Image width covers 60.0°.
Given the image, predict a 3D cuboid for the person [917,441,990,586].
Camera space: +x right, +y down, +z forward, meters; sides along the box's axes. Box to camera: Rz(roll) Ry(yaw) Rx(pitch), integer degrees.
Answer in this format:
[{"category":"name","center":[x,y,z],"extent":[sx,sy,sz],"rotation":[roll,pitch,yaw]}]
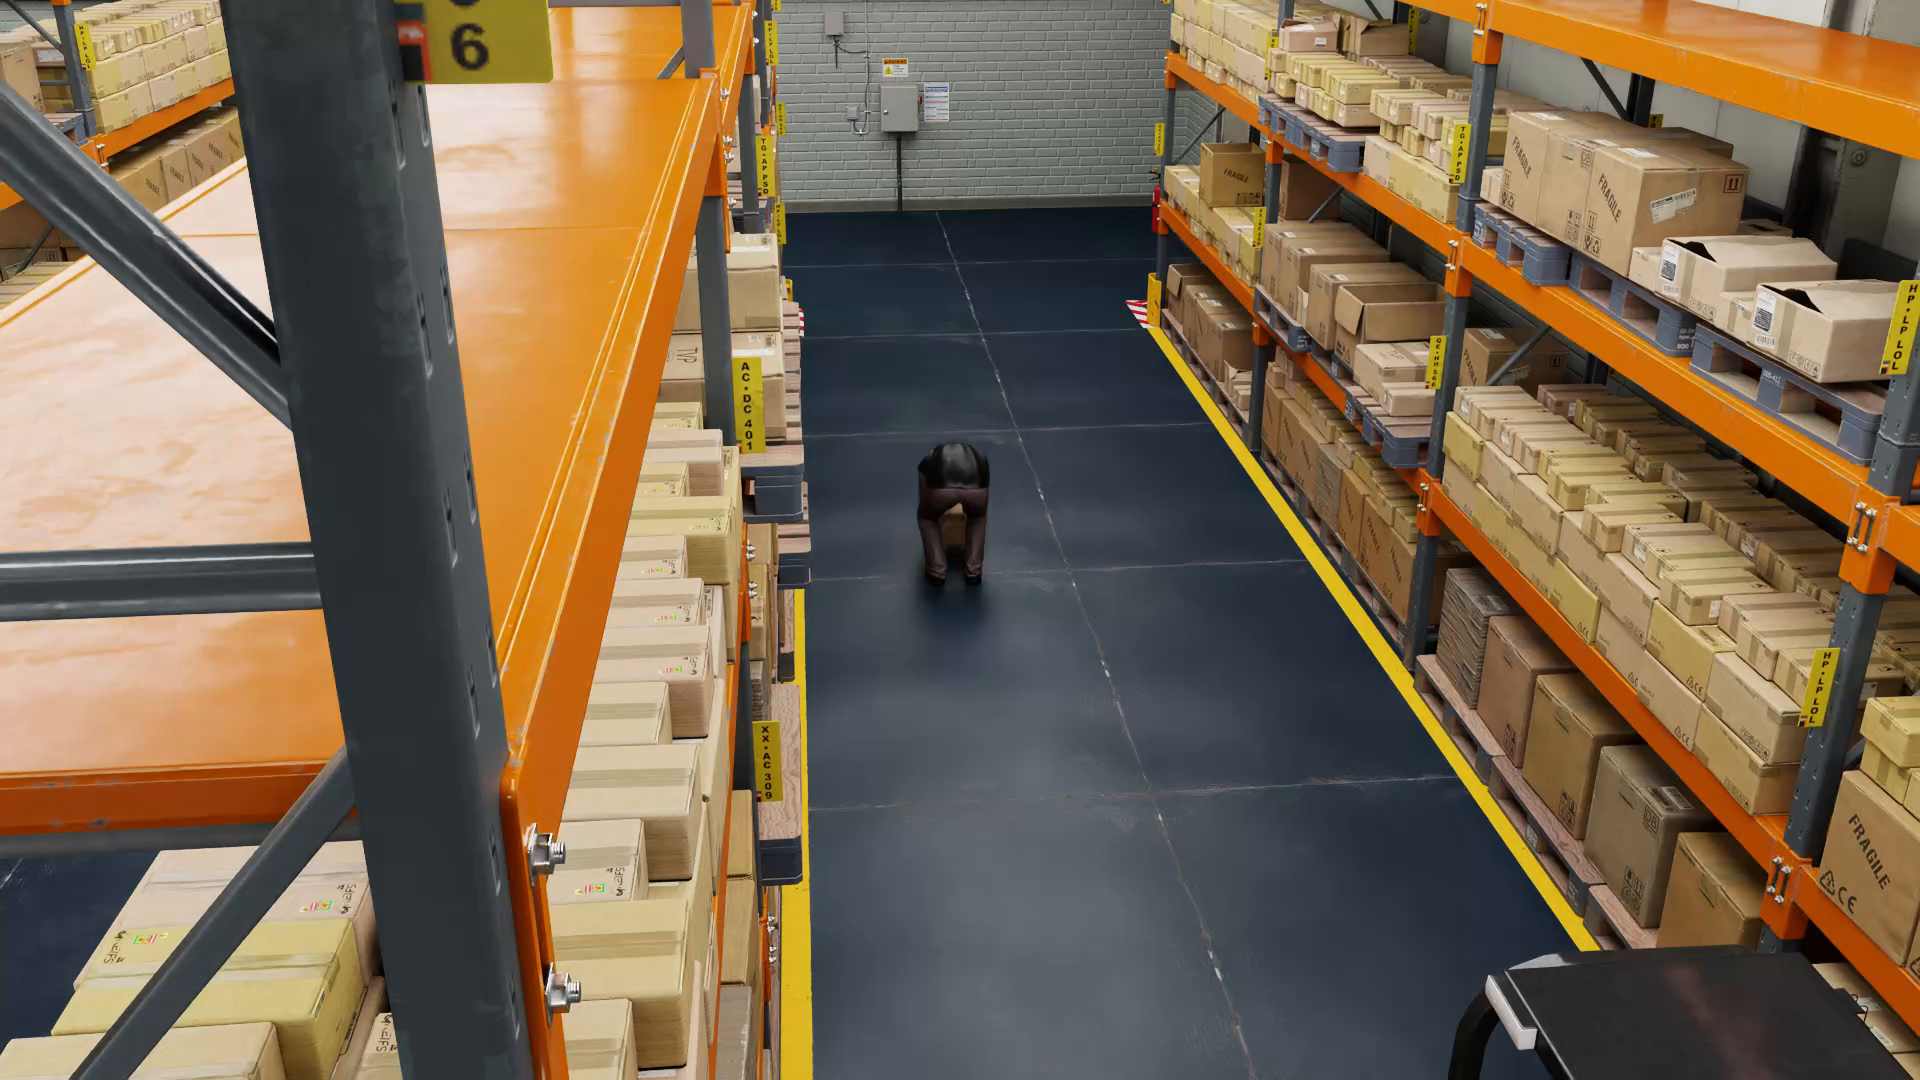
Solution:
[{"category":"person","center":[-0.064,-0.263,11.843],"extent":[0.503,1.014,0.948],"rotation":[-3,24,-8]}]
